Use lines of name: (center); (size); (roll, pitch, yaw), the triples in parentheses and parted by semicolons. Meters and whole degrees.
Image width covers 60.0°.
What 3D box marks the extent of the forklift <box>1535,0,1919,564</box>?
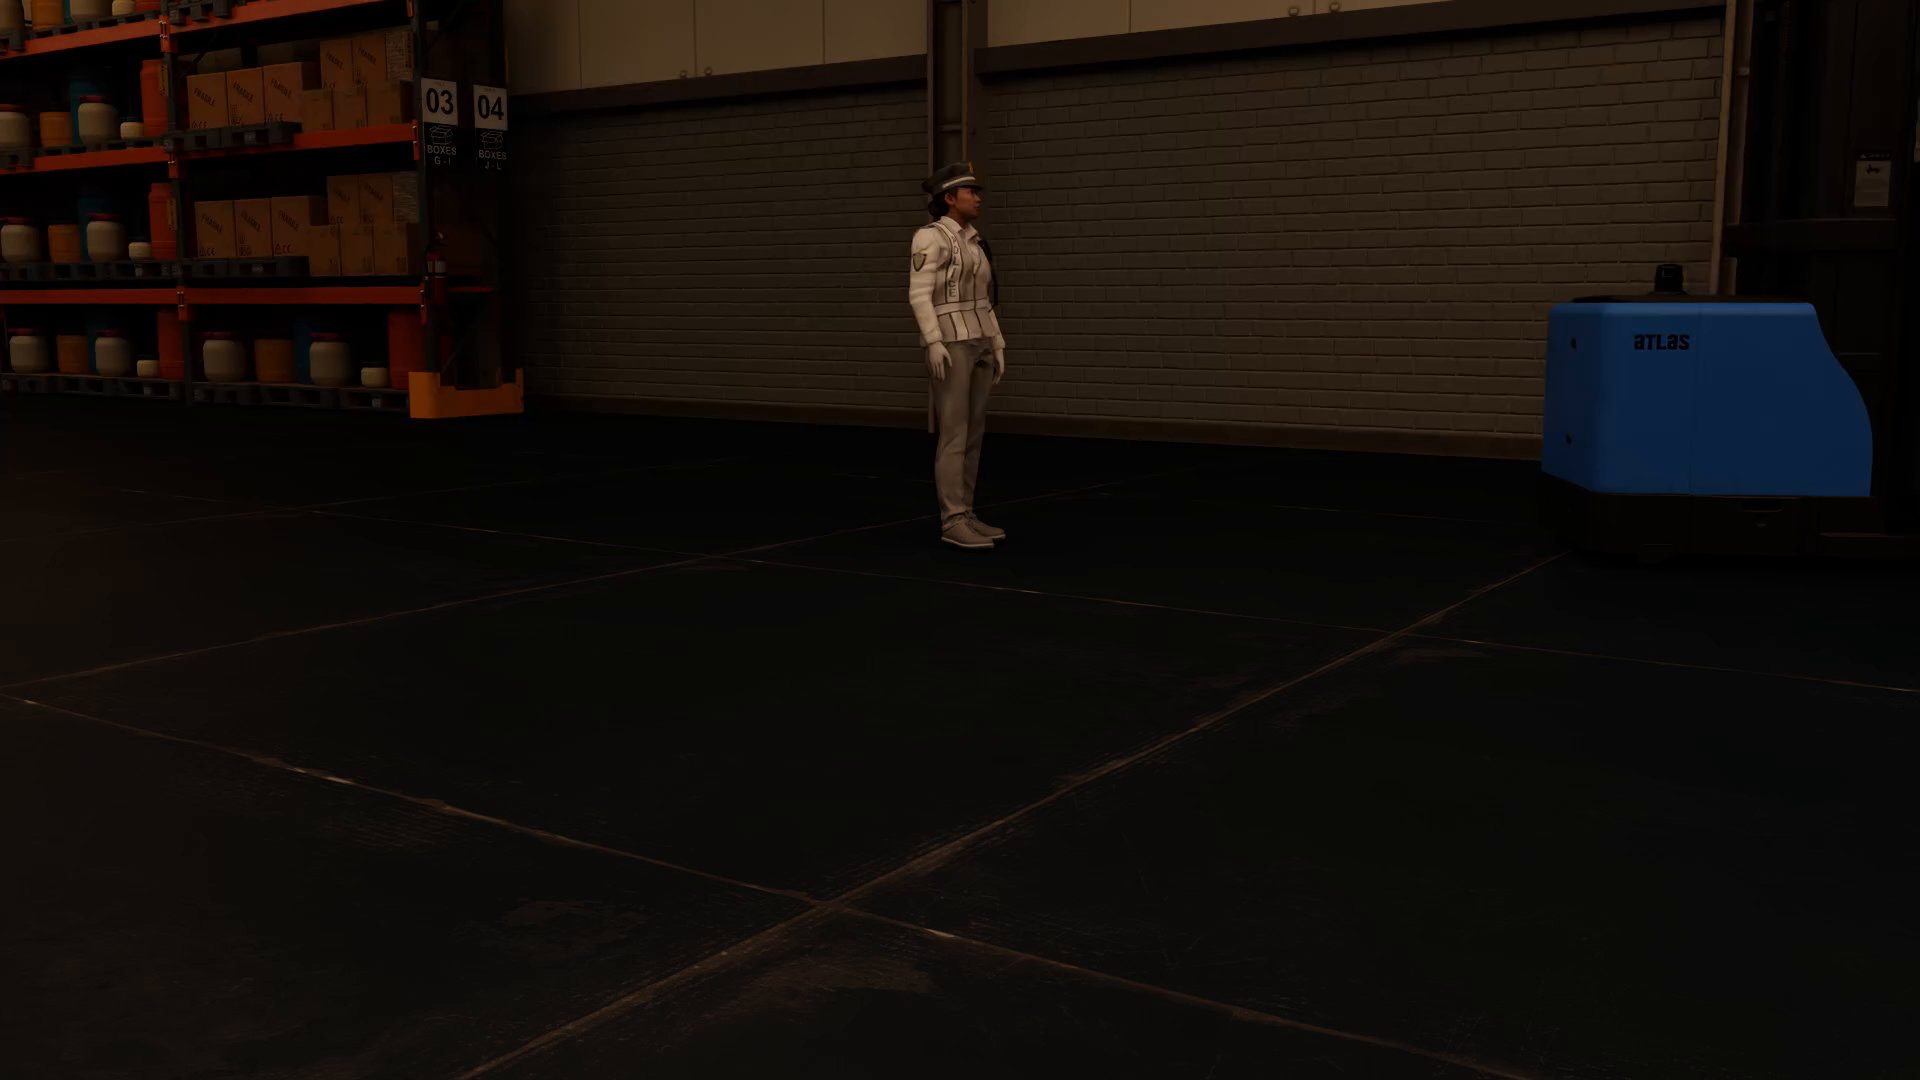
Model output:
forklift: (4.117, -1.380, 6.896); (3.031, 2.935, 1.130); (1, 8, 6)

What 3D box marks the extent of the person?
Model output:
person: (0.053, -0.840, 7.440); (0.531, 1.695, 0.587); (5, 10, 34)
